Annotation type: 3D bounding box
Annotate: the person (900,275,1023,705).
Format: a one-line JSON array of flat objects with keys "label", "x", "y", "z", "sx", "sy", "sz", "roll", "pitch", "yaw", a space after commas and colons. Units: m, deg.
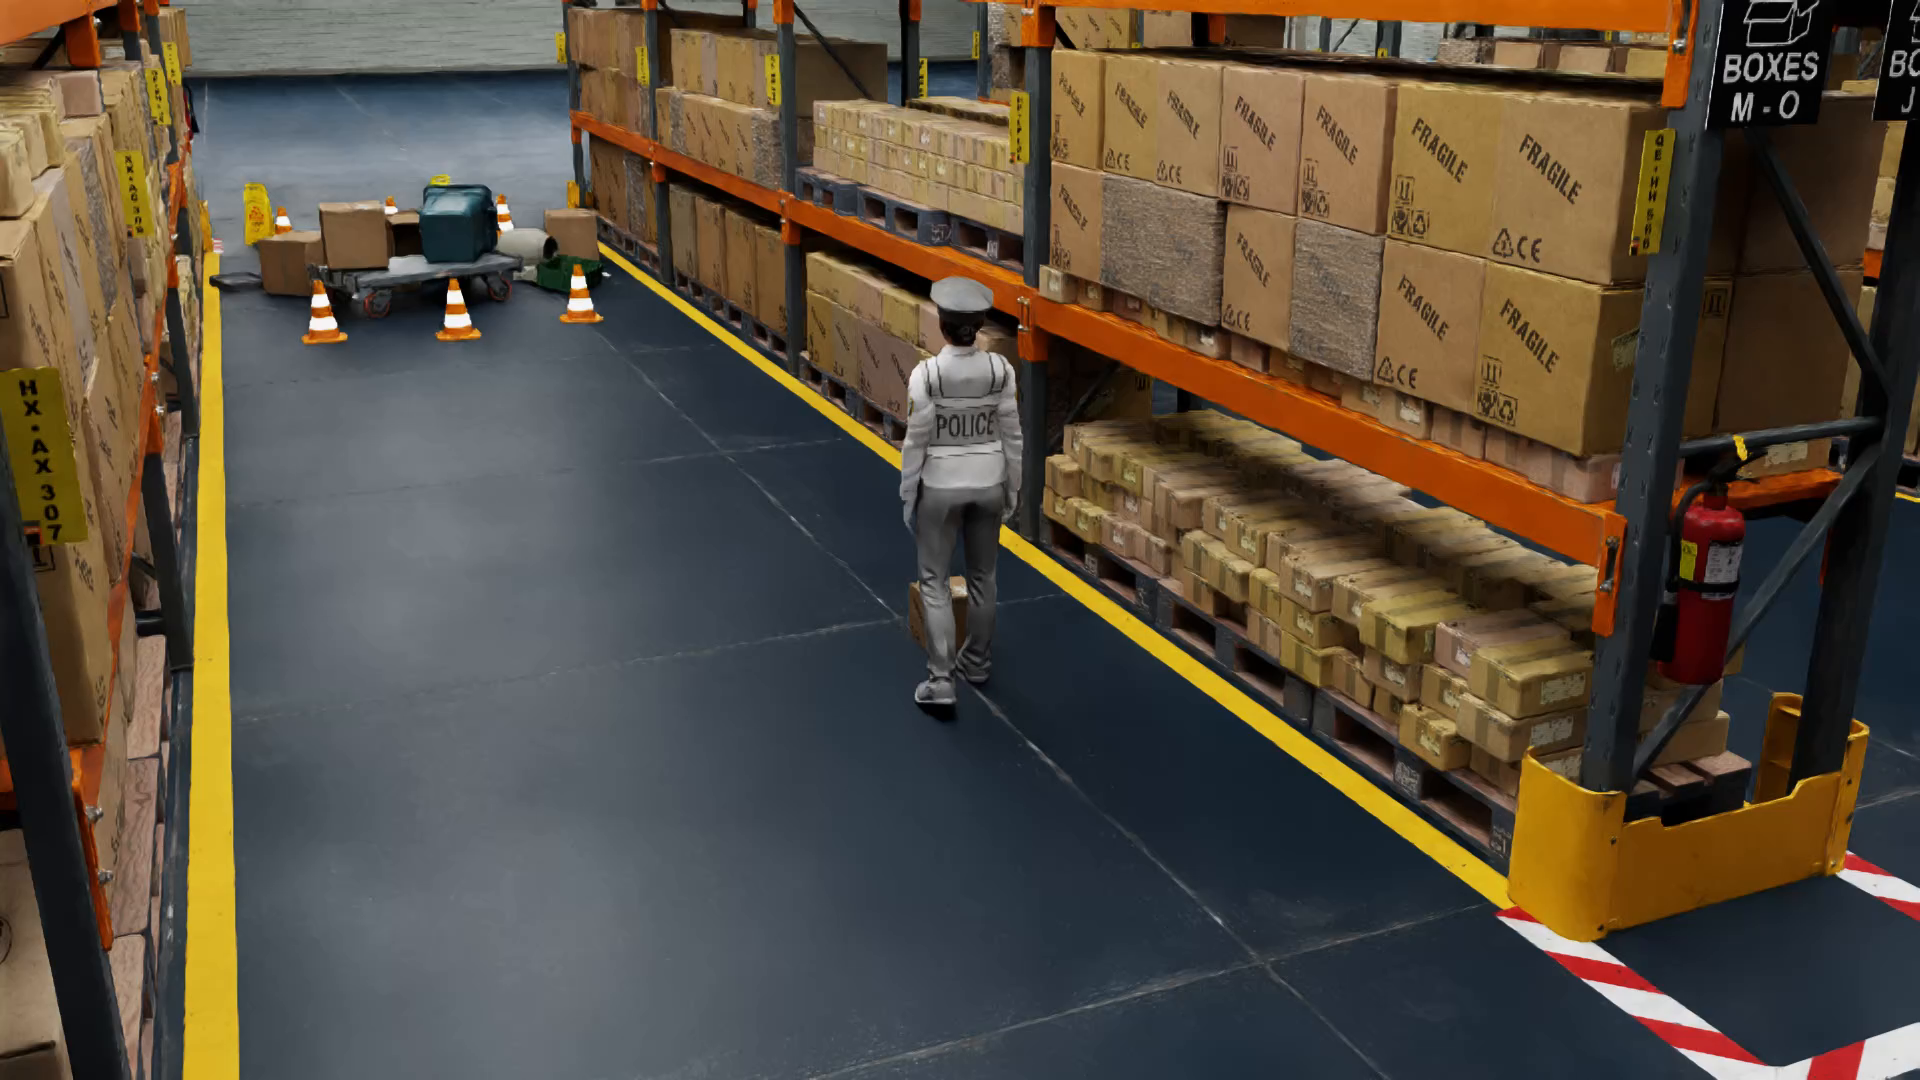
[{"label": "person", "x": 0.003, "y": -0.190, "z": 6.561, "sx": 0.503, "sy": 1.693, "sz": 0.580, "roll": -5, "pitch": 20, "yaw": -15}]
